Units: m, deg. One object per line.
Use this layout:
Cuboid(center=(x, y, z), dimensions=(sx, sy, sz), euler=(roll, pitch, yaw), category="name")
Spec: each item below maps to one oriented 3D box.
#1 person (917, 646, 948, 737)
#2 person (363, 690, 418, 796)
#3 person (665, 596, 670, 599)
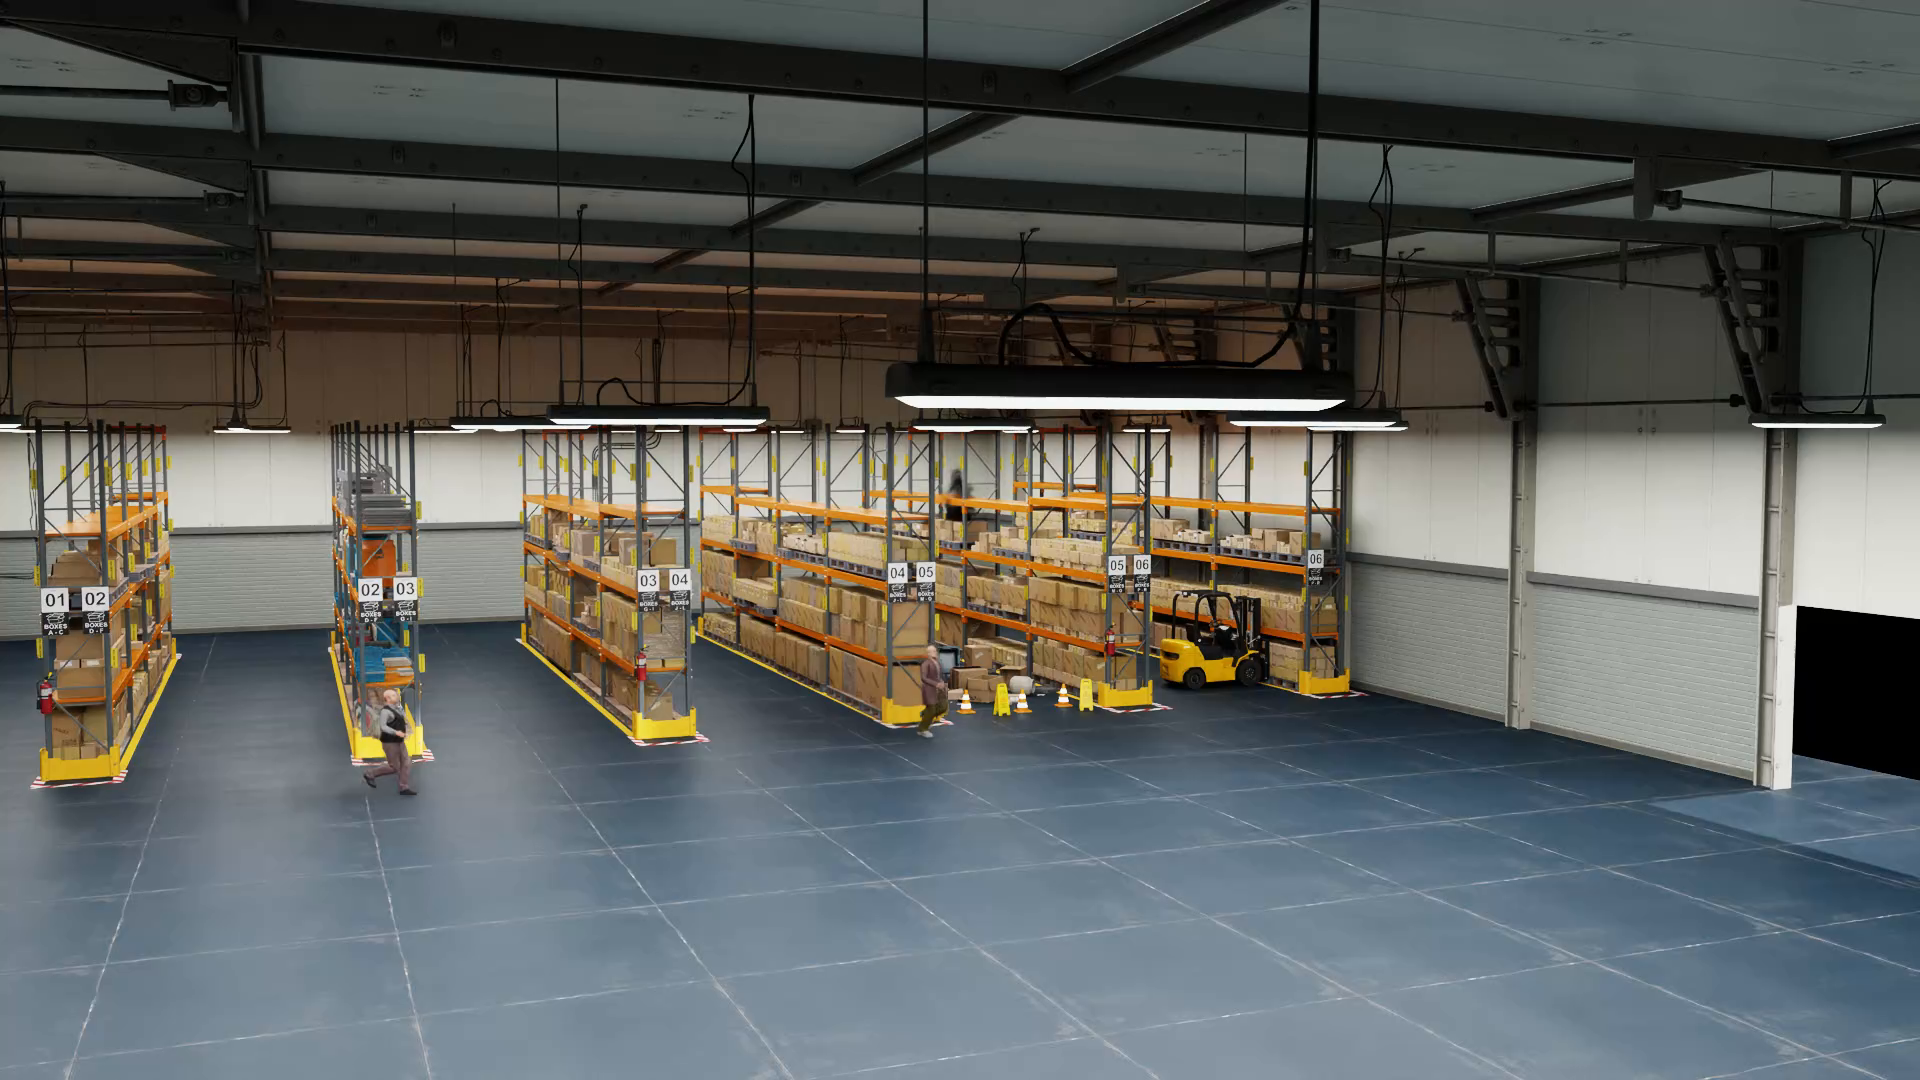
Cuboid(center=(-0.500, 2.882, 31.688), dimensions=(0.688, 1.742, 0.746), euler=(2, 4, 31), category="person")
Cuboid(center=(-9.054, 3.227, 26.433), dimensions=(0.831, 1.707, 0.668), euler=(0, 4, 0), category="person")
Cuboid(center=(-8.422, 1.851, 48.561), dimensions=(0.877, 1.732, 0.567), euler=(2, 4, 30), category="person")
